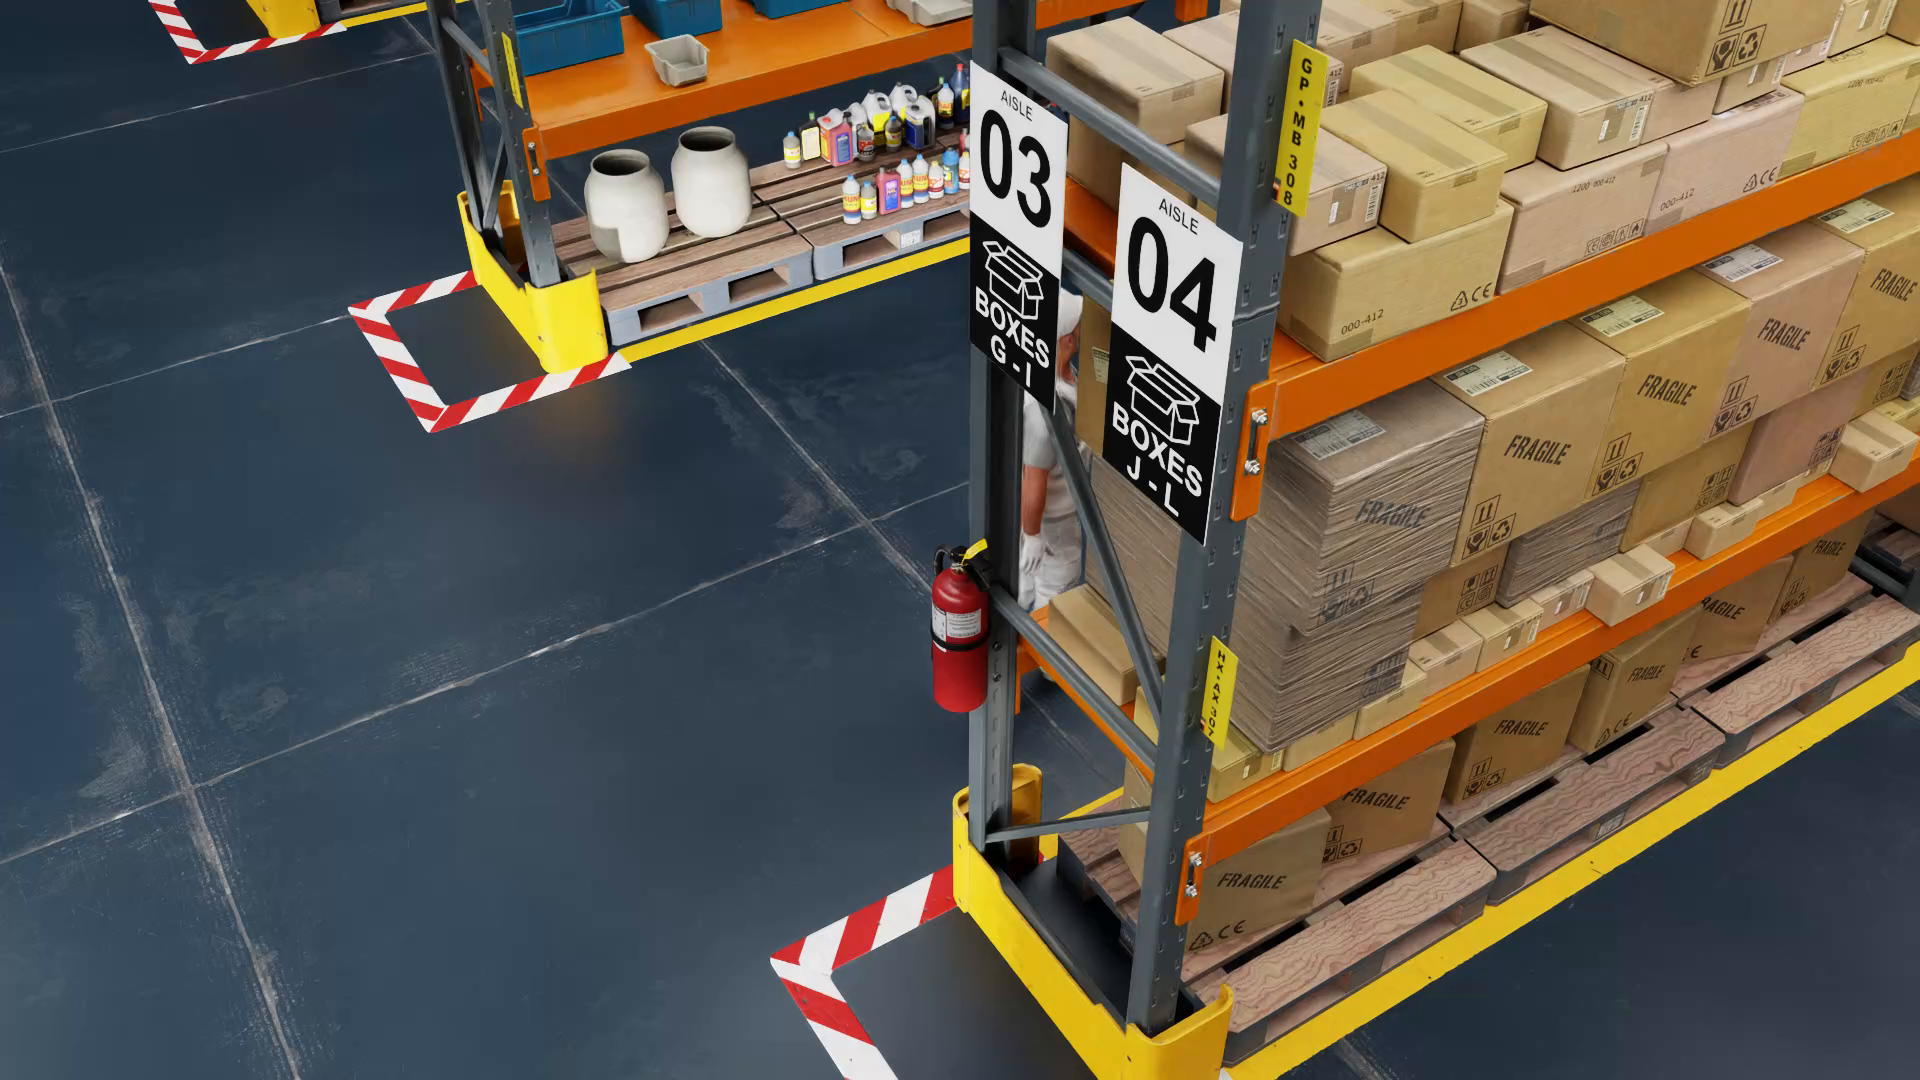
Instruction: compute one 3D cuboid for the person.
[{"bbox_3d":[0.327,-0.155,6.325,0.586,1.778,0.586,-3,40,-3],"label":"person"}]
